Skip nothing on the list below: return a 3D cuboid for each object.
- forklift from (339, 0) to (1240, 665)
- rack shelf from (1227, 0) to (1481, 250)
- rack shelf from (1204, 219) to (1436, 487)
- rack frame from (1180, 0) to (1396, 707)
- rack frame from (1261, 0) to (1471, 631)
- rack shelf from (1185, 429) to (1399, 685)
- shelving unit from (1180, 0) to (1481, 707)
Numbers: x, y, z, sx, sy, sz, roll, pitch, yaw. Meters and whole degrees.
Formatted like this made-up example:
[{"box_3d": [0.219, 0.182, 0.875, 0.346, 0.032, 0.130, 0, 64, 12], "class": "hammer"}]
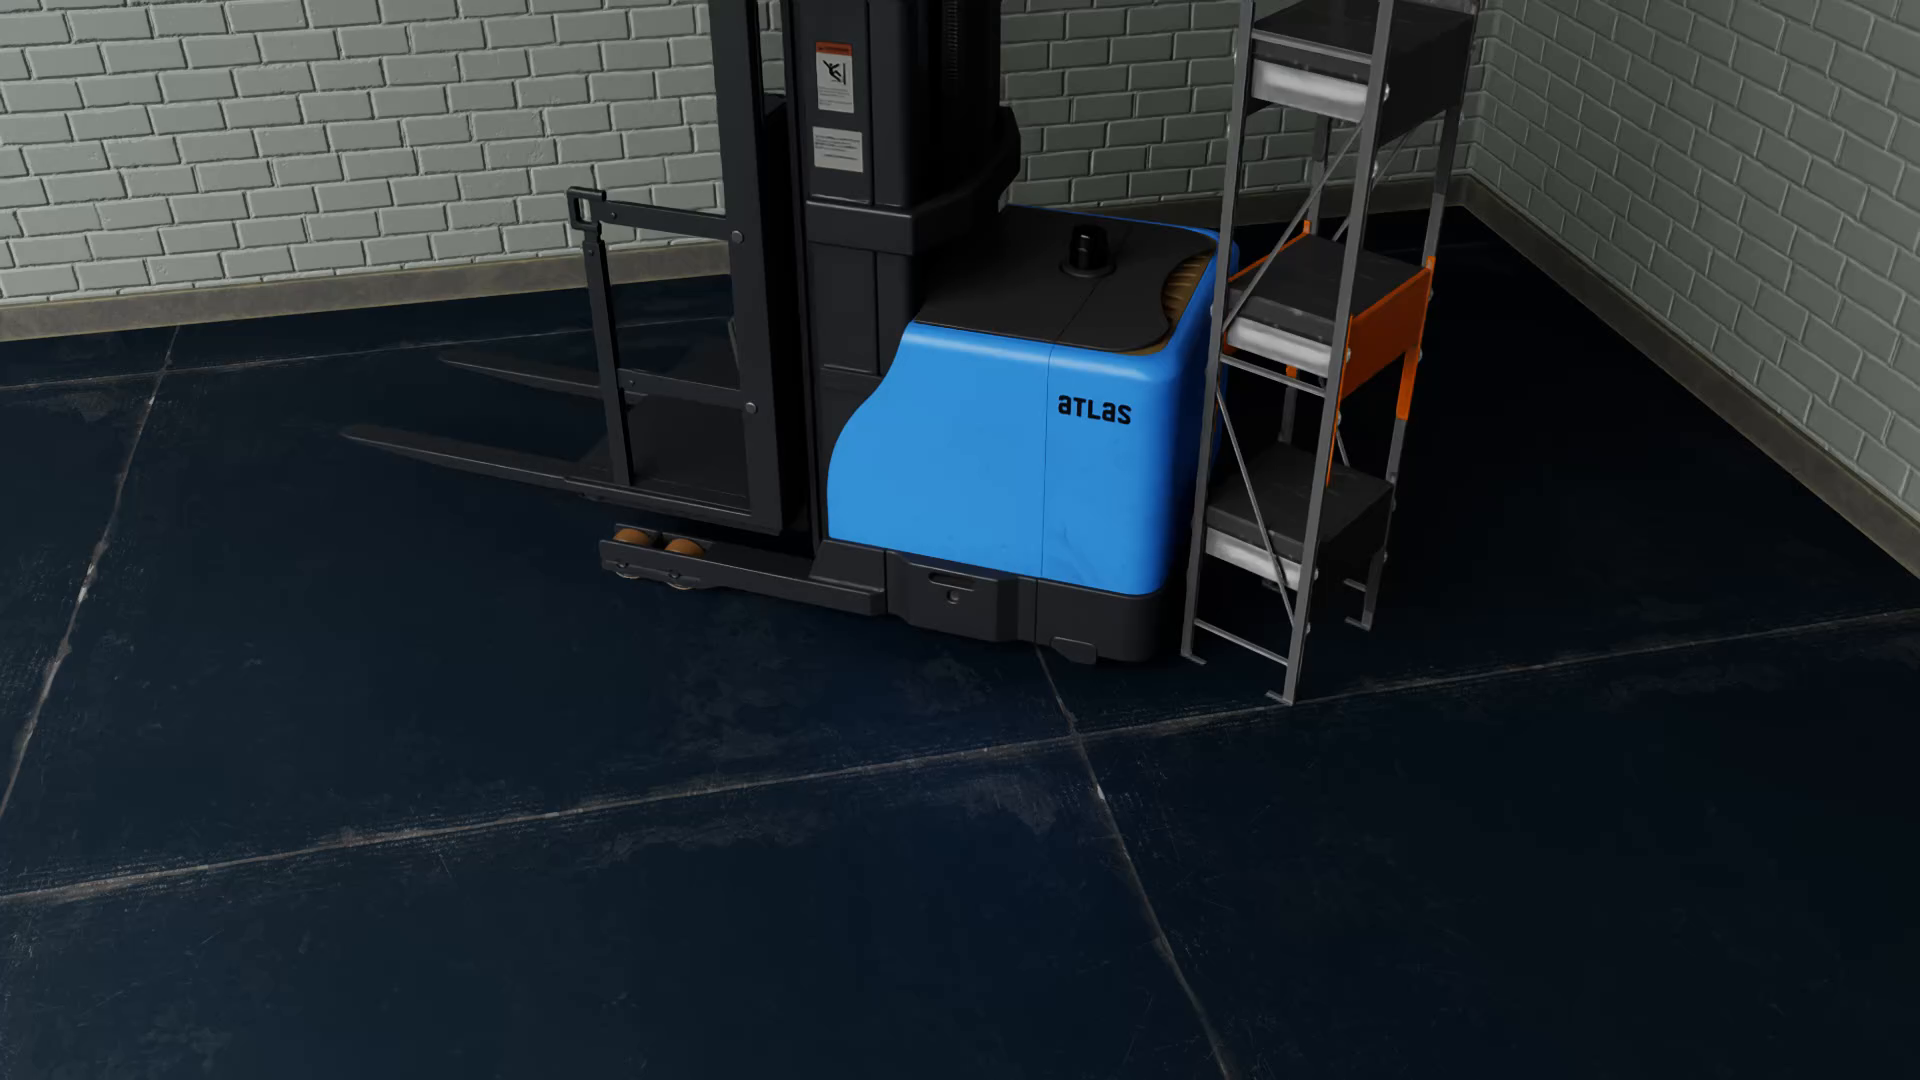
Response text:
[{"box_3d": [-0.674, -1.318, 5.083, 3.031, 2.935, 1.130, 11, 35, 15], "class": "forklift"}, {"box_3d": [1.005, -1.119, 4.301, 0.431, 0.518, 0.480, 25, 41, 32], "class": "rack shelf"}, {"box_3d": [1.005, -0.538, 4.691, 0.431, 0.518, 0.480, 25, 41, 32], "class": "rack shelf"}, {"box_3d": [0.850, -0.444, 4.527, 0.400, 2.100, 0.015, 25, 41, 32], "class": "rack frame"}, {"box_3d": [1.160, -0.654, 4.840, 0.400, 2.100, 0.015, 25, 41, 32], "class": "rack frame"}, {"box_3d": [1.005, 0.044, 5.081, 0.431, 0.518, 0.480, 25, 41, 32], "class": "rack shelf"}, {"box_3d": [1.005, -0.549, 4.683, 0.431, 2.100, 0.503, 25, 41, 32], "class": "shelving unit"}]
